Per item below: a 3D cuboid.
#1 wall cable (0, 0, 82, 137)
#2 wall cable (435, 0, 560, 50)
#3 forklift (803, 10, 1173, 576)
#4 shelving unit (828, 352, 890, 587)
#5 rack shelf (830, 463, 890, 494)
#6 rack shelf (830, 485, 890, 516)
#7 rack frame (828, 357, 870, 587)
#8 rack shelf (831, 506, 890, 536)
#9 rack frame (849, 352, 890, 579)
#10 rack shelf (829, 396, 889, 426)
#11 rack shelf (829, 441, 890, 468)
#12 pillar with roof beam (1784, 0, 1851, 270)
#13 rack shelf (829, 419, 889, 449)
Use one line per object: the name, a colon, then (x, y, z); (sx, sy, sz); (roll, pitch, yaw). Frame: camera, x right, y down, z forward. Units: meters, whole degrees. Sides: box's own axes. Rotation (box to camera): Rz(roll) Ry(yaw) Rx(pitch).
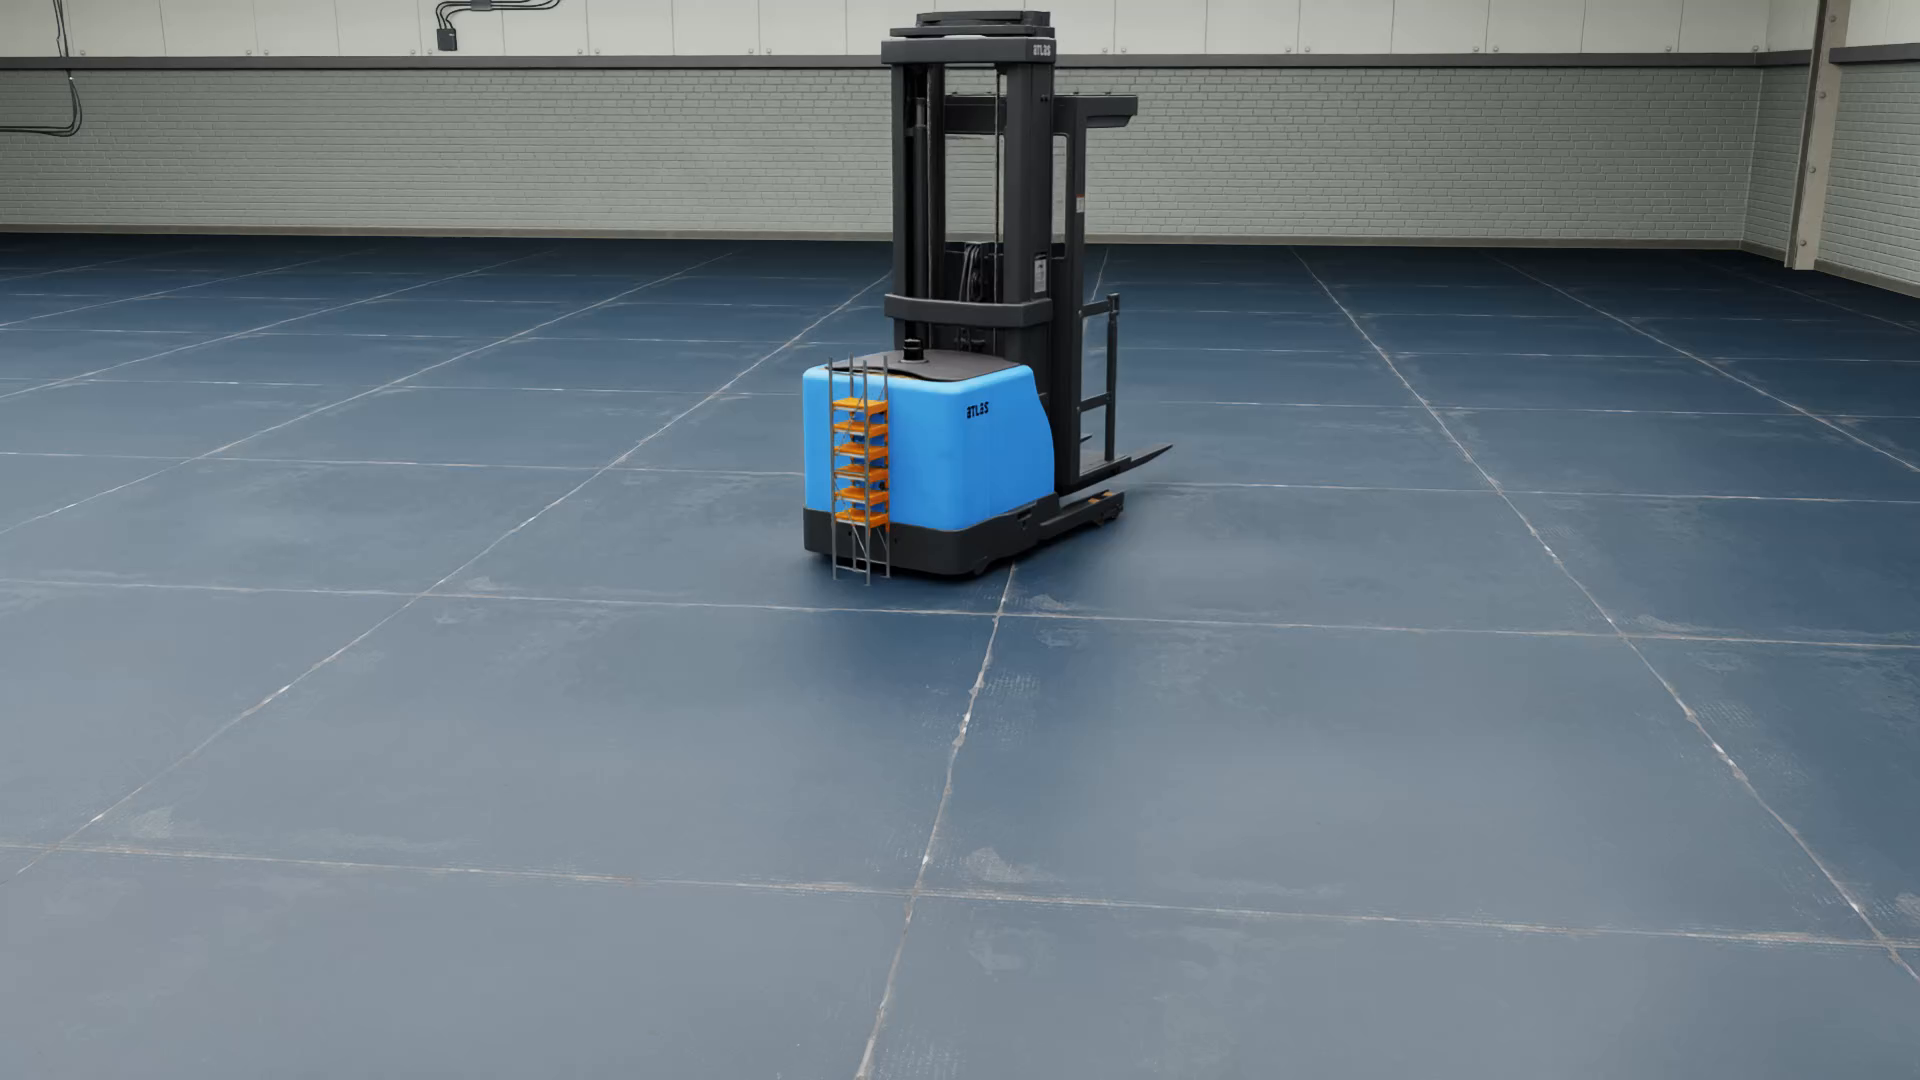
wall cable: (-17.309, -8.494, 29.782); (3.097, 2.526, 0.112); (2, 15, 6)
wall cable: (-7.878, -11.351, 27.884); (2.305, 6.003, 0.169); (2, 15, 6)
forklift: (0.345, -1.558, 9.808); (1.130, 2.935, 3.031); (9, 18, 31)
shelving unit: (-0.526, -0.368, 8.724); (0.258, 1.200, 0.189); (9, 18, 31)
rack shelf: (-0.526, -0.325, 8.735); (0.258, 0.103, 0.180); (9, 18, 31)
rack shelf: (-0.526, -0.209, 8.767); (0.258, 0.103, 0.180); (9, 18, 31)
rack frame: (-0.574, -0.348, 8.649); (0.240, 1.200, 0.006); (9, 18, 31)
rack shelf: (-0.526, -0.093, 8.798); (0.258, 0.103, 0.180); (9, 18, 31)
rack frame: (-0.477, -0.388, 8.798); (0.240, 1.200, 0.006); (9, 18, 31)
rack shelf: (-0.526, -0.672, 8.641); (0.258, 0.103, 0.180); (9, 18, 31)
rack shelf: (-0.526, -0.441, 8.704); (0.258, 0.103, 0.180); (9, 18, 31)
pillar with roof beam: (8.066, -8.466, 23.733); (9.100, 9.000, 0.400); (2, 15, 6)
rack shelf: (-0.526, -0.557, 8.673); (0.258, 0.103, 0.180); (9, 18, 31)
